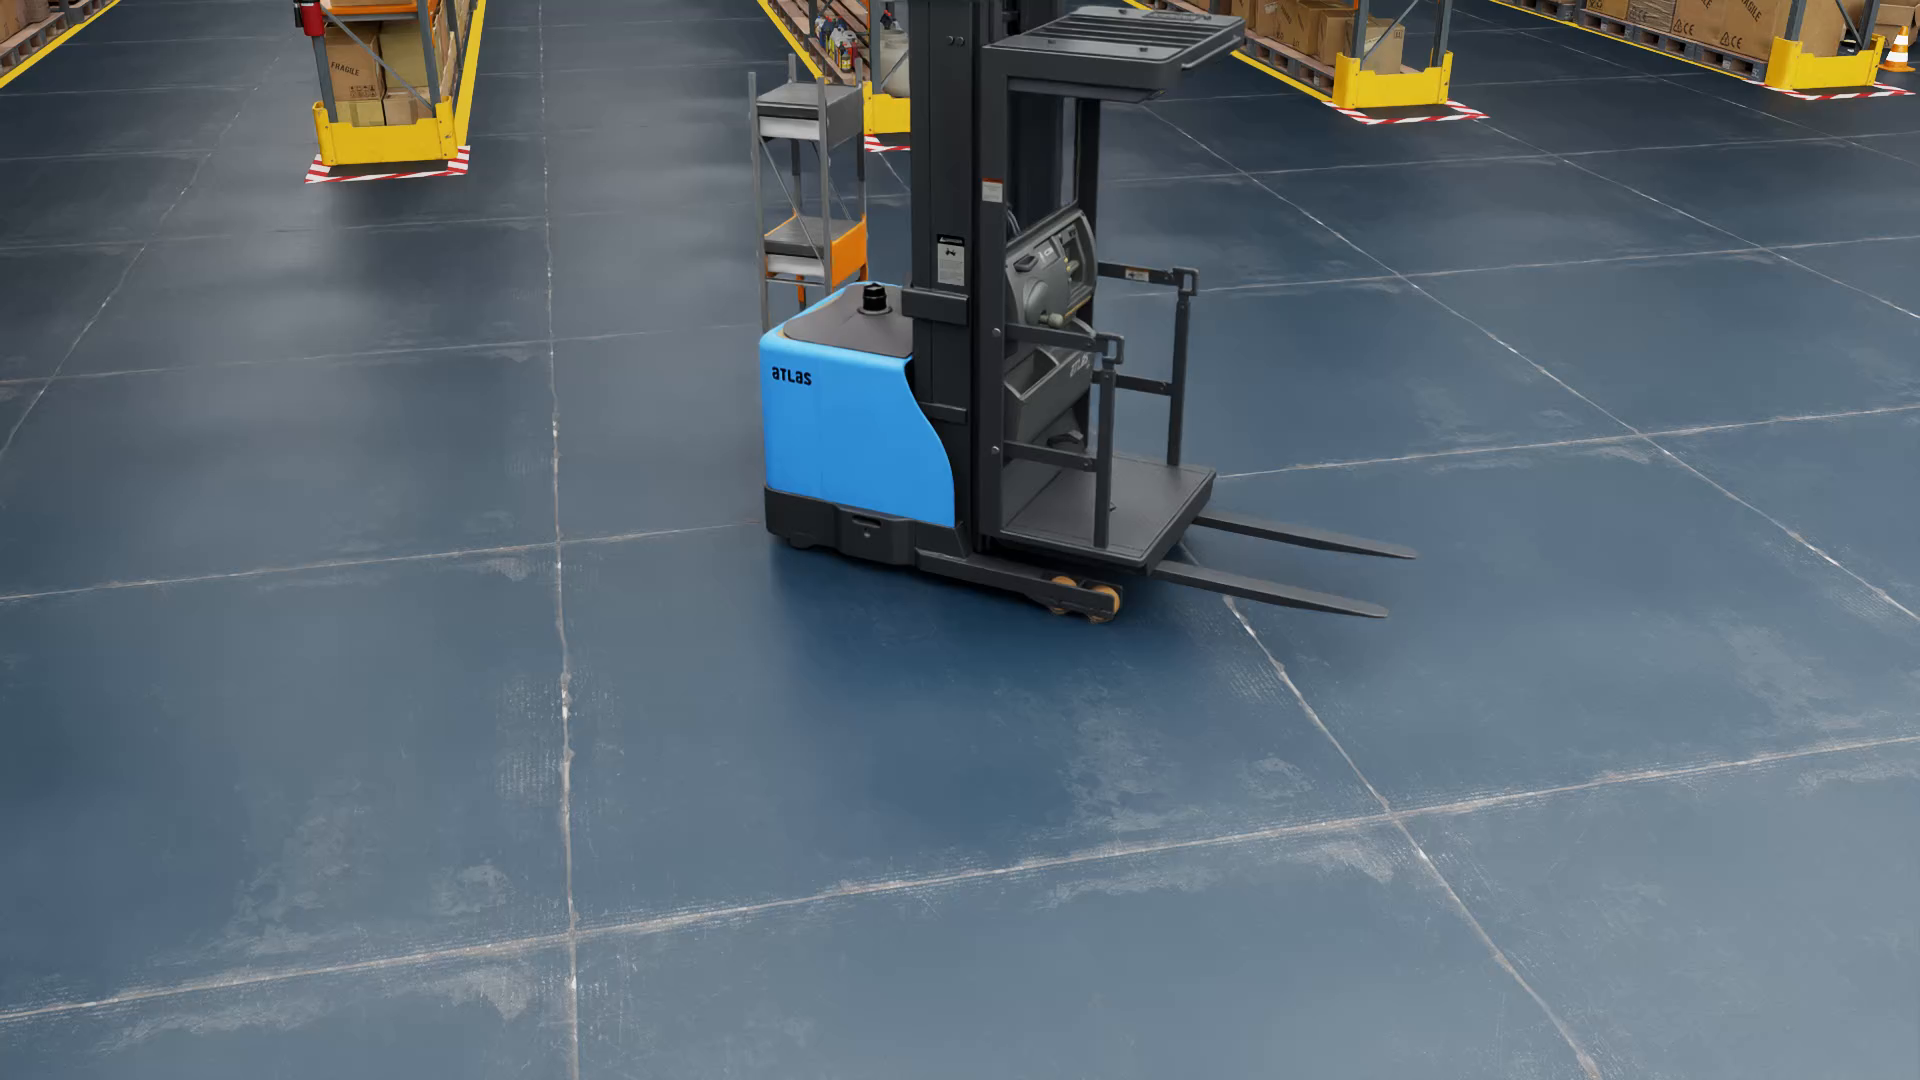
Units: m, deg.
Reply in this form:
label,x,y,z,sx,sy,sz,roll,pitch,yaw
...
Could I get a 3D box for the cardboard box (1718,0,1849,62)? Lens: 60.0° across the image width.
label,x,y,z,sx,sy,sz,roll,pitch,yaw
cardboard box,9.102,-5.827,18.357,0.875,0.875,0.875,-6,27,-11

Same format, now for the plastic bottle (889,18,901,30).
label,x,y,z,sx,sy,sz,roll,pitch,yaw
plastic bottle,-0.721,-5.625,18.517,0.144,0.351,0.185,-6,27,-12

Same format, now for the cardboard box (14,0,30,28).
label,x,y,z,sx,sy,sz,roll,pitch,yaw
cardboard box,-11.601,-6.372,19.832,0.700,0.500,0.500,-6,27,-12

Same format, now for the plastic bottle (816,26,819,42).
label,x,y,z,sx,sy,sz,roll,pitch,yaw
plastic bottle,-1.595,-5.809,19.047,0.097,0.201,0.097,0,27,0

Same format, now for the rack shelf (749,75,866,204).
label,x,y,z,sx,sy,sz,roll,pitch,yaw
rack shelf,-0.766,-2.035,8.429,0.431,0.518,0.480,9,28,16

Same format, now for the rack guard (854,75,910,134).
label,x,y,z,sx,sy,sz,roll,pitch,yaw
rack guard,-0.424,-4.247,16.110,1.175,0.500,0.348,-6,27,-12

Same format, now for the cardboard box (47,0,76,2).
label,x,y,z,sx,sy,sz,roll,pitch,yaw
cardboard box,-11.854,-7.405,21.511,0.750,0.750,0.750,-6,27,-12

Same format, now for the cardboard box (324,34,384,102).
label,x,y,z,sx,sy,sz,roll,pitch,yaw
cardboard box,-5.599,-4.333,15.259,0.500,0.500,0.500,-6,27,-12

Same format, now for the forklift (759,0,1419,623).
label,x,y,z,sx,sy,sz,roll,pitch,yaw
forklift,0.598,-1.208,7.391,3.031,2.935,1.130,12,29,23

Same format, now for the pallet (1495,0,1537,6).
label,x,y,z,sx,sy,sz,roll,pitch,yaw
pallet,7.892,-7.676,23.223,1.003,0.211,1.213,-6,27,-12

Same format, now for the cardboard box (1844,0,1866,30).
label,x,y,z,sx,sy,sz,roll,pitch,yaw
cardboard box,11.038,-6.714,20.842,0.797,0.637,0.503,-6,27,-12

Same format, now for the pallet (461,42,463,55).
label,x,y,z,sx,sy,sz,roll,pitch,yaw
pallet,-6.294,-5.664,19.237,1.003,0.211,1.213,-6,27,-12

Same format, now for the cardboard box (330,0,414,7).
label,x,y,z,sx,sy,sz,roll,pitch,yaw
cardboard box,-5.281,-5.084,14.883,0.700,0.500,0.500,-6,27,-12

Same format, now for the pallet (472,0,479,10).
label,x,y,z,sx,sy,sz,roll,pitch,yaw
pallet,-7.122,-7.432,22.740,1.003,0.211,1.213,-6,27,-12

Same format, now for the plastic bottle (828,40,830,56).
label,x,y,z,sx,sy,sz,roll,pitch,yaw
plastic bottle,-1.402,-5.432,18.300,0.097,0.201,0.097,0,27,0

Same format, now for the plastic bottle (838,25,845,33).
label,x,y,z,sx,sy,sz,roll,pitch,yaw
plastic bottle,-1.335,-5.621,18.598,0.097,0.271,0.097,0,27,0

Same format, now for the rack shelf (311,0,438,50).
label,x,y,z,sx,sy,sz,roll,pitch,yaw
rack shelf,-5.639,-5.390,16.399,1.077,0.370,4.000,-6,27,-12

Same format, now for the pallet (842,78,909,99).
label,x,y,z,sx,sy,sz,roll,pitch,yaw
pallet,-0.602,-4.476,16.883,1.003,0.211,1.213,-6,27,-12

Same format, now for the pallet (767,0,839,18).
label,x,y,z,sx,sy,sz,roll,pitch,yaw
pallet,-2.027,-7.258,22.395,1.003,0.211,1.213,-6,27,-12

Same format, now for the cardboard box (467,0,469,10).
label,x,y,z,sx,sy,sz,roll,pitch,yaw
cardboard box,-6.515,-6.873,21.124,0.500,0.250,0.500,-6,27,-12

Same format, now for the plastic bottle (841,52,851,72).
label,x,y,z,sx,sy,sz,roll,pitch,yaw
plastic bottle,-1.202,-5.044,17.531,0.097,0.201,0.097,0,27,0

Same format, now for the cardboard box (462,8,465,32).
label,x,y,z,sx,sy,sz,roll,pitch,yaw
cardboard box,-6.172,-6.203,19.796,0.500,0.250,0.500,-7,28,-13

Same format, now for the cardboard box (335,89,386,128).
label,x,y,z,sx,sy,sz,roll,pitch,yaw
cardboard box,-5.597,-3.999,15.429,0.500,0.250,0.500,-6,27,-12

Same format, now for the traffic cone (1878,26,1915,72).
label,x,y,z,sx,sy,sz,roll,pitch,yaw
traffic cone,10.583,-5.542,18.716,0.336,0.463,0.334,-6,27,-12

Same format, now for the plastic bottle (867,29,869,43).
label,x,y,z,sx,sy,sz,roll,pitch,yaw
plastic bottle,-0.977,-5.836,18.936,0.144,0.351,0.185,-6,27,-12

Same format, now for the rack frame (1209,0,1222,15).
label,x,y,z,sx,sy,sz,roll,pitch,yaw
rack frame,3.563,-7.594,19.966,1.000,3.000,0.127,-6,27,-12

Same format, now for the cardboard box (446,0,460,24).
label,x,y,z,sx,sy,sz,roll,pitch,yaw
cardboard box,-5.940,-6.006,18.784,0.500,0.311,0.500,-6,27,-11

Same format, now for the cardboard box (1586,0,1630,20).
label,x,y,z,sx,sy,sz,roll,pitch,yaw
cardboard box,8.491,-7.009,20.699,0.875,0.875,0.875,-6,27,-11

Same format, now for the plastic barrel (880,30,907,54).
label,x,y,z,sx,sy,sz,roll,pitch,yaw
plastic barrel,-0.697,-4.913,16.949,0.421,0.512,0.421,0,27,0

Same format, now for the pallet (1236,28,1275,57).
label,x,y,z,sx,sy,sz,roll,pitch,yaw
pallet,3.749,-6.058,20.017,1.003,0.211,1.213,-6,27,-12

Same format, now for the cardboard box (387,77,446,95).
label,x,y,z,sx,sy,sz,roll,pitch,yaw
cardboard box,-5.209,-4.270,15.967,0.500,0.250,0.500,-6,27,-12

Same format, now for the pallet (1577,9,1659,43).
label,x,y,z,sx,sy,sz,roll,pitch,yaw
pallet,8.513,-6.466,20.827,1.003,0.211,1.213,-6,27,-12

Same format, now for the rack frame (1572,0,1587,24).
label,x,y,z,sx,sy,sz,roll,pitch,yaw
rack frame,8.418,-8.053,20.876,1.000,3.000,0.127,-6,27,-12

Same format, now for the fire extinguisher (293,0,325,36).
label,x,y,z,sx,sy,sz,roll,pitch,yaw
fire extinguisher,-5.614,-4.700,14.318,0.296,0.674,0.183,-6,27,-12

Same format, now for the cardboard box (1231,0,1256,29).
label,x,y,z,sx,sy,sz,roll,pitch,yaw
cardboard box,3.614,-6.486,20.078,0.500,0.500,0.500,-7,28,-13

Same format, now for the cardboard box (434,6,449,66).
label,x,y,z,sx,sy,sz,roll,pitch,yaw
cardboard box,-5.428,-5.045,16.669,0.500,0.500,0.500,-6,27,-12

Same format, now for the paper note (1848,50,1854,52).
label,x,y,z,sx,sy,sz,roll,pitch,yaw
paper note,10.629,-5.813,19.735,0.144,0.017,0.142,3,27,6

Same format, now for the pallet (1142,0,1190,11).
label,x,y,z,sx,sy,sz,roll,pitch,yaw
pallet,3.107,-7.227,22.334,1.003,0.211,1.213,-6,27,-12

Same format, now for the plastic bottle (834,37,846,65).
label,x,y,z,sx,sy,sz,roll,pitch,yaw
plastic bottle,-1.264,-5.251,17.859,0.152,0.276,0.135,-7,28,-13

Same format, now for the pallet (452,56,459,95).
label,x,y,z,sx,sy,sz,roll,pitch,yaw
pallet,-5.951,-4.991,17.904,1.003,0.211,1.213,-6,27,-12

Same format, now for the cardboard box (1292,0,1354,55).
label,x,y,z,sx,sy,sz,roll,pitch,yaw
cardboard box,4.049,-5.721,18.563,0.500,0.500,0.500,-3,27,-7

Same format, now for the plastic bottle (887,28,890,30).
label,x,y,z,sx,sy,sz,roll,pitch,yaw
plastic bottle,-0.792,-5.512,18.368,0.061,0.283,0.133,-6,27,-12

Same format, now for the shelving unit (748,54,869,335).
label,x,y,z,sx,sy,sz,roll,pitch,yaw
shelving unit,-0.766,-1.422,8.738,0.431,2.100,0.503,9,28,16

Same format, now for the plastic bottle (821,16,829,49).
label,x,y,z,sx,sy,sz,roll,pitch,yaw
plastic bottle,-1.485,-5.708,18.681,0.144,0.351,0.185,-5,27,-10

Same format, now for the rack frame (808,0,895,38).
label,x,y,z,sx,sy,sz,roll,pitch,yaw
rack frame,-1.263,-7.091,18.969,1.000,3.000,0.127,-6,27,-12

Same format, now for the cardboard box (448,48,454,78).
label,x,y,z,sx,sy,sz,roll,pitch,yaw
cardboard box,-5.542,-4.929,17.273,0.500,0.250,0.500,-6,27,-12
